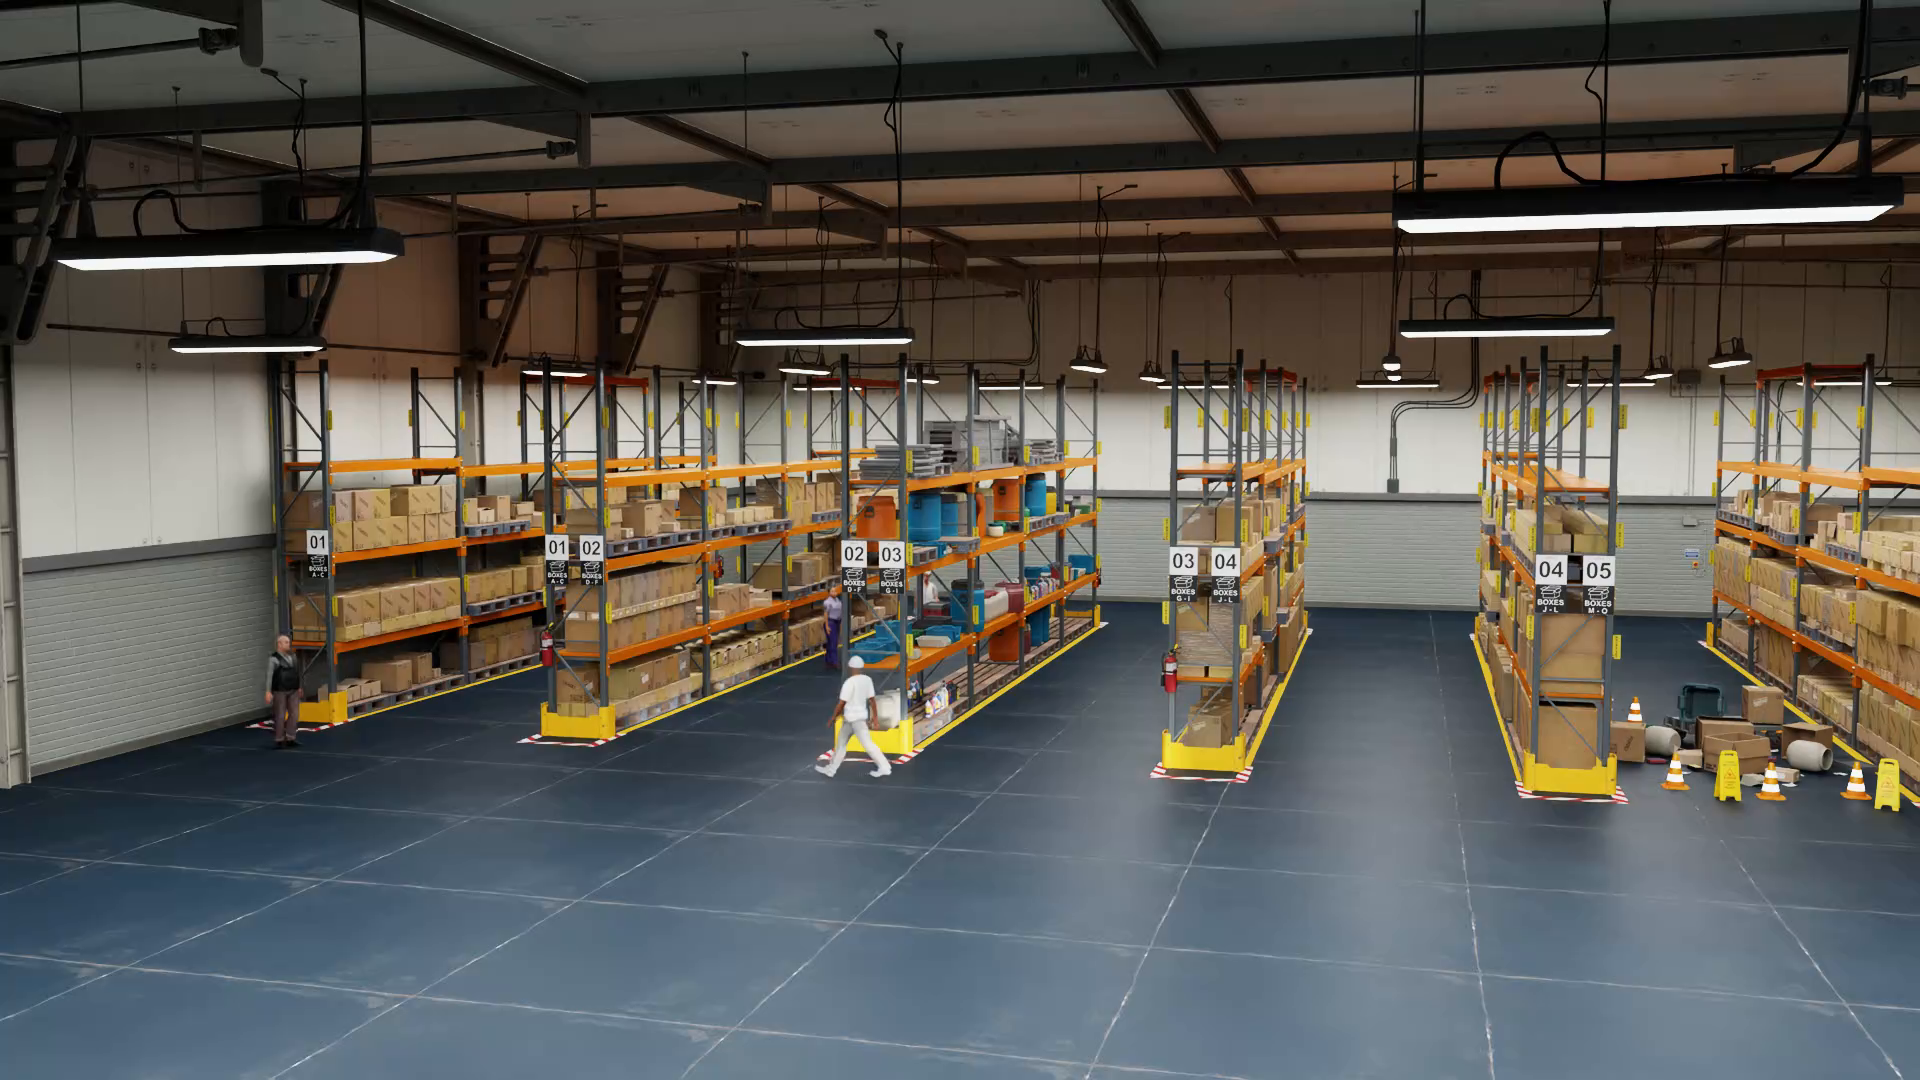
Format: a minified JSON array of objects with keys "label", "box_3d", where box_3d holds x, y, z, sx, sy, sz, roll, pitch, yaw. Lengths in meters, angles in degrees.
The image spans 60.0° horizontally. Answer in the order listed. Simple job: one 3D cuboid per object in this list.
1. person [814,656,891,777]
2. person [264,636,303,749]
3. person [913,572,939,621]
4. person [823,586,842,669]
[{"label":"person","box_3d":[-1.501,2.472,23.184,1.067,1.718,0.503,0,4,-6]},{"label":"person","box_3d":[-10.311,2.320,25.404,0.371,1.726,0.637,3,5,32]},{"label":"person","box_3d":[-0.738,1.524,36.092,0.646,1.735,1.061,1,4,16]},{"label":"person","box_3d":[-2.492,1.756,33.596,0.537,1.640,0.516,1,4,17]}]
